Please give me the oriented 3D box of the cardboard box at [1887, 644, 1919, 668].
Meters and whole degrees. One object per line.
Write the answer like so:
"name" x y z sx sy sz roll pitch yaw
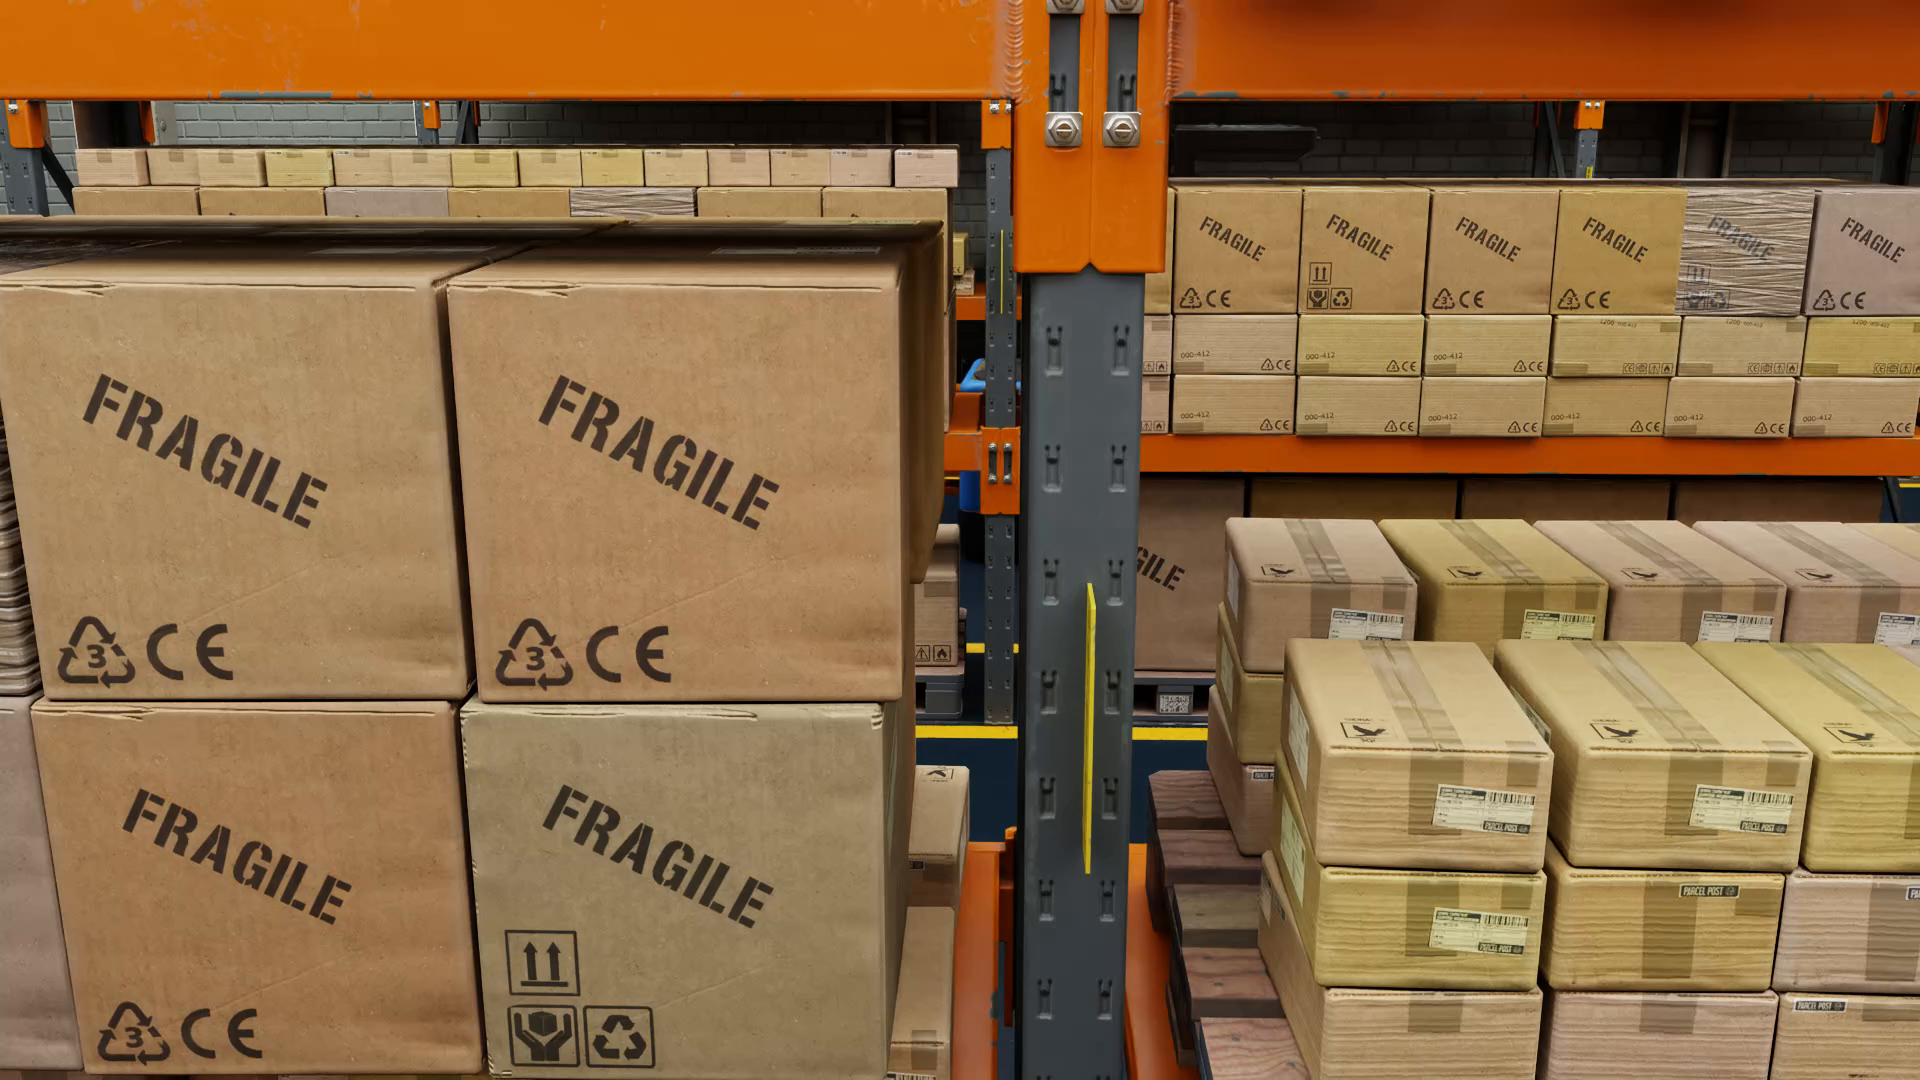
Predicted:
"cardboard box" 1.322 0.254 1.998 0.250 0.149 0.380 0 15 1

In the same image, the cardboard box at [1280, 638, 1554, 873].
"cardboard box" 0.538 0.250 2.017 0.250 0.149 0.380 1 15 4

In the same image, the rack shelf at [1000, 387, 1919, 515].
"rack shelf" 2.180 -0.403 7.398 4.000 0.370 1.077 0 15 1

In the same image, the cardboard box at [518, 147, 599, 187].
"cardboard box" -1.657 -1.553 6.917 0.250 0.149 0.380 0 15 1

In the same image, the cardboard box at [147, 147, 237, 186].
"cardboard box" -3.206 -1.579 7.017 0.250 0.149 0.380 1 15 3

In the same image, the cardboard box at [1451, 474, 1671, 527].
"cardboard box" 2.600 0.054 7.598 0.875 0.875 0.875 1 15 2

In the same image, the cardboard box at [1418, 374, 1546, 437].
"cardboard box" 2.143 -0.605 7.048 0.500 0.250 0.500 0 15 1

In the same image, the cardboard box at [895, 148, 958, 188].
"cardboard box" -0.135 -1.530 6.833 0.250 0.149 0.380 0 15 0

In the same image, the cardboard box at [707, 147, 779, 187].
"cardboard box" -0.898 -1.561 6.949 0.250 0.149 0.380 0 15 1

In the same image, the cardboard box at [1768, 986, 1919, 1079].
"cardboard box" 1.065 0.540 2.082 0.250 0.149 0.380 0 15 2

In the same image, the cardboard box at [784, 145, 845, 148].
"cardboard box" -0.641 -1.666 7.348 0.250 0.149 0.380 0 15 1

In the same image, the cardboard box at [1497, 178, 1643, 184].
"cardboard box" 2.680 -1.343 7.396 0.500 0.500 0.500 1 15 3

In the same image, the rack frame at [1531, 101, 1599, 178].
"rack frame" 4.303 -2.004 12.055 0.127 3.000 1.000 0 15 1

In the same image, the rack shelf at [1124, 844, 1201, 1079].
"rack shelf" 2.155 0.860 2.611 4.000 0.370 1.077 0 15 1

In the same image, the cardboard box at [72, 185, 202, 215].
"cardboard box" -3.345 -1.246 7.027 0.500 0.500 0.500 0 15 0

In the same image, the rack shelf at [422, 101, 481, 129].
"rack shelf" -1.695 -3.145 11.912 4.000 0.370 1.077 0 15 1

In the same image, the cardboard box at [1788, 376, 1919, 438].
"cardboard box" 3.668 -0.602 7.038 0.500 0.250 0.500 0 15 -1

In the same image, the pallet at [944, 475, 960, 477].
"pallet" -0.382 -0.686 12.527 1.213 0.211 1.003 0 15 1

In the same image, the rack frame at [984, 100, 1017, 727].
"rack frame" 0.181 -0.764 7.356 0.127 3.000 1.000 0 15 1

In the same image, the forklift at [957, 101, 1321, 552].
"forklift" 1.534 -1.379 9.821 3.031 2.935 1.130 1 15 5

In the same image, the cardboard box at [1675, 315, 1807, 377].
"cardboard box" 3.176 -0.848 6.988 0.500 0.250 0.500 0 15 0

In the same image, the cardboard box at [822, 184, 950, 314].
"cardboard box" -0.298 -1.228 6.960 0.500 0.500 0.500 0 15 1

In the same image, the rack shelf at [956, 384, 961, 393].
"rack shelf" -0.070 -0.888 10.117 0.180 0.103 0.258 1 15 5

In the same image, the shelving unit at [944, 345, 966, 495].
"shelving unit" -0.070 -0.583 10.198 0.189 1.200 0.258 1 15 5

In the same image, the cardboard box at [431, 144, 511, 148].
"cardboard box" -2.177 -1.690 7.438 0.250 0.149 0.380 1 15 3

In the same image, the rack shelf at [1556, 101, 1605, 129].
"rack shelf" 6.302 -3.093 11.715 4.000 0.370 1.077 0 15 1

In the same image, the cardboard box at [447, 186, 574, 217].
"cardboard box" -1.815 -1.240 7.004 0.500 0.500 0.500 0 15 2

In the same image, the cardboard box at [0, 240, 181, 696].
"cardboard box" -1.349 -0.120 2.174 0.500 0.500 0.500 1 15 3

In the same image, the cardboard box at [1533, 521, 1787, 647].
"cardboard box" 1.089 0.086 2.636 0.250 0.149 0.380 0 15 0

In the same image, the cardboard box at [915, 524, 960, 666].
"cardboard box" -0.444 0.240 7.748 0.875 0.438 0.875 0 15 1

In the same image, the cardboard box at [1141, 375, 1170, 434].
"cardboard box" 0.614 -0.621 7.109 0.500 0.250 0.500 0 15 0

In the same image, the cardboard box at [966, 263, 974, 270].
"cardboard box" -0.025 -1.980 12.458 0.250 0.149 0.380 0 15 2

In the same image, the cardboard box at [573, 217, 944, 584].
"cardboard box" -0.289 -0.242 2.637 0.500 0.500 0.500 1 15 3

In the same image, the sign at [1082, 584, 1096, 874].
"sign" 0.149 0.219 1.933 0.005 0.325 0.100 0 15 1

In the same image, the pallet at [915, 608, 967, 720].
"pallet" -0.577 0.559 7.806 1.213 0.211 1.003 0 15 1

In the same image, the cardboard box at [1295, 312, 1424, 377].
"cardboard box" 1.639 -0.852 7.004 0.500 0.250 0.500 1 15 2

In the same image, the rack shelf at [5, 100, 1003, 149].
"rack shelf" -1.818 -1.880 7.114 4.000 0.370 1.077 0 15 1

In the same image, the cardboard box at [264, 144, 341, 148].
"cardboard box" -2.939 -1.708 7.508 0.250 0.149 0.380 0 15 1

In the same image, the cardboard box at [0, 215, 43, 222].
"cardboard box" -1.824 -0.256 2.692 0.500 0.500 0.500 0 15 -1

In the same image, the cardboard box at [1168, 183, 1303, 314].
"cardboard box" 1.123 -1.223 6.941 0.500 0.500 0.500 0 15 1

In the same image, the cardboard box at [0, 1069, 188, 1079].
"cardboard box" -1.191 0.685 2.355 0.250 0.149 0.380 0 15 -1

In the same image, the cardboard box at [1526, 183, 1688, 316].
"cardboard box" 2.647 -1.213 6.900 0.500 0.500 0.500 0 15 1

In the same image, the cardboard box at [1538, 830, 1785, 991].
"cardboard box" 0.797 0.395 2.050 0.250 0.149 0.380 0 15 0

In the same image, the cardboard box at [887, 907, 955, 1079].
"cardboard box" -0.136 0.678 2.381 0.250 0.149 0.380 0 15 1

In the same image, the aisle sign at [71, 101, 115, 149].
"aisle sign" -3.882 -2.127 7.424 0.004 0.787 0.394 0 15 1

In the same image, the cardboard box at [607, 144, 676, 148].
"cardboard box" -1.406 -1.673 7.374 0.250 0.149 0.380 0 15 1

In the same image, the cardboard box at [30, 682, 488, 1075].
"cardboard box" -0.854 0.372 2.271 0.500 0.500 0.500 0 15 0

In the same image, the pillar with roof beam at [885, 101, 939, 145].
"pillar with roof beam" -0.479 -4.067 8.116 0.400 9.000 9.100 0 15 1

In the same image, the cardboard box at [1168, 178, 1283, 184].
"cardboard box" 1.152 -1.355 7.441 0.500 0.500 0.500 1 15 3

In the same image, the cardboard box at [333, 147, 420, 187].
"cardboard box" -2.422 -1.563 6.956 0.250 0.149 0.380 1 15 2
